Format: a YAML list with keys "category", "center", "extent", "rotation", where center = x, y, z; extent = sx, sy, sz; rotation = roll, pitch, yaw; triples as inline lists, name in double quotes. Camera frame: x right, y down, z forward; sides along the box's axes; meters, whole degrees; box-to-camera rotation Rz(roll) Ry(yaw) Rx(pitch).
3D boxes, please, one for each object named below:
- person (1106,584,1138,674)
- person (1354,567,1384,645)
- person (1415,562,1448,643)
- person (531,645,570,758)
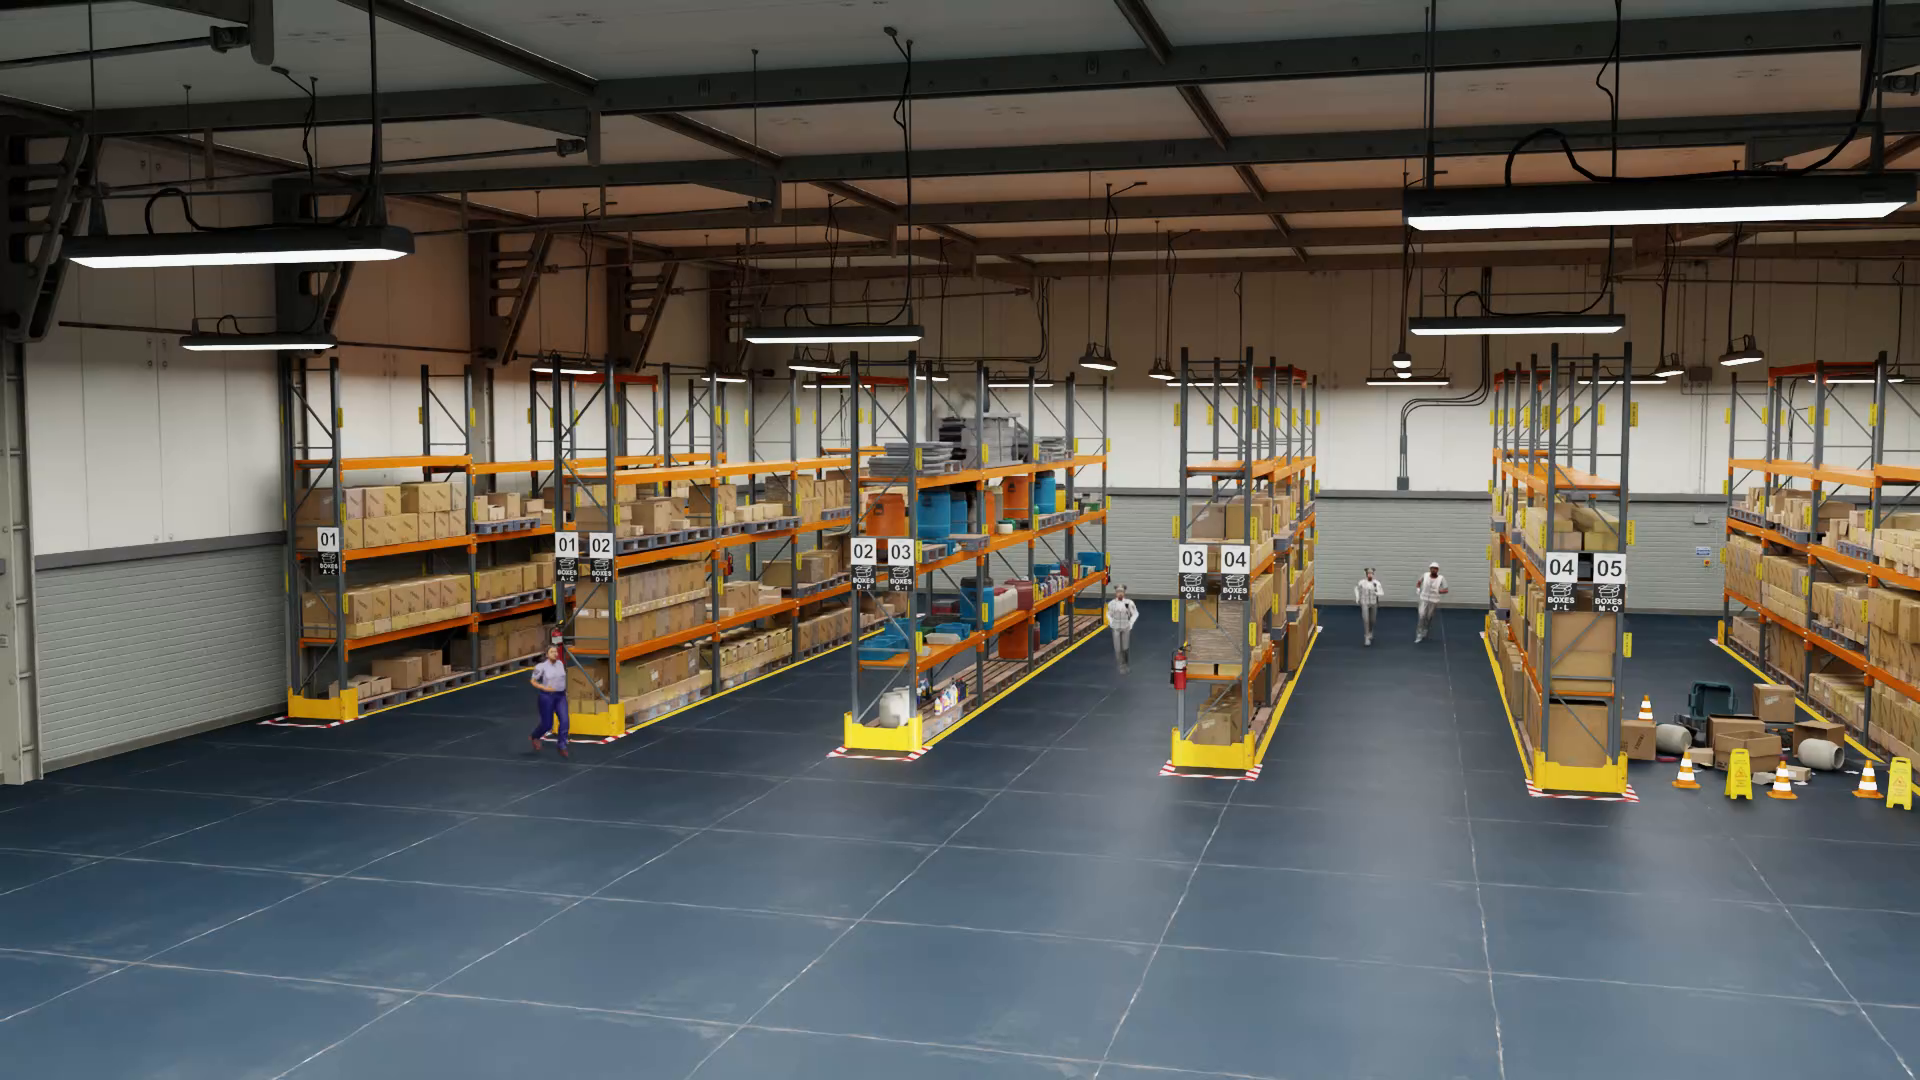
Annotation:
- category: "person"
  center: [2.957, 1.647, 30.490]
  extent: [0.589, 1.674, 0.528]
  rotation: [1, 4, 12]
- category: "person"
  center: [9.049, 1.431, 36.807]
  extent: [0.593, 1.682, 0.921]
  rotation: [1, 4, 8]
- category: "person"
  center: [10.607, 1.393, 37.368]
  extent: [0.696, 1.802, 0.897]
  rotation: [2, 4, 21]
- category: "person"
  center: [-6.077, 2.381, 24.682]
  extent: [0.787, 1.658, 0.624]
  rotation: [4, 6, 44]
